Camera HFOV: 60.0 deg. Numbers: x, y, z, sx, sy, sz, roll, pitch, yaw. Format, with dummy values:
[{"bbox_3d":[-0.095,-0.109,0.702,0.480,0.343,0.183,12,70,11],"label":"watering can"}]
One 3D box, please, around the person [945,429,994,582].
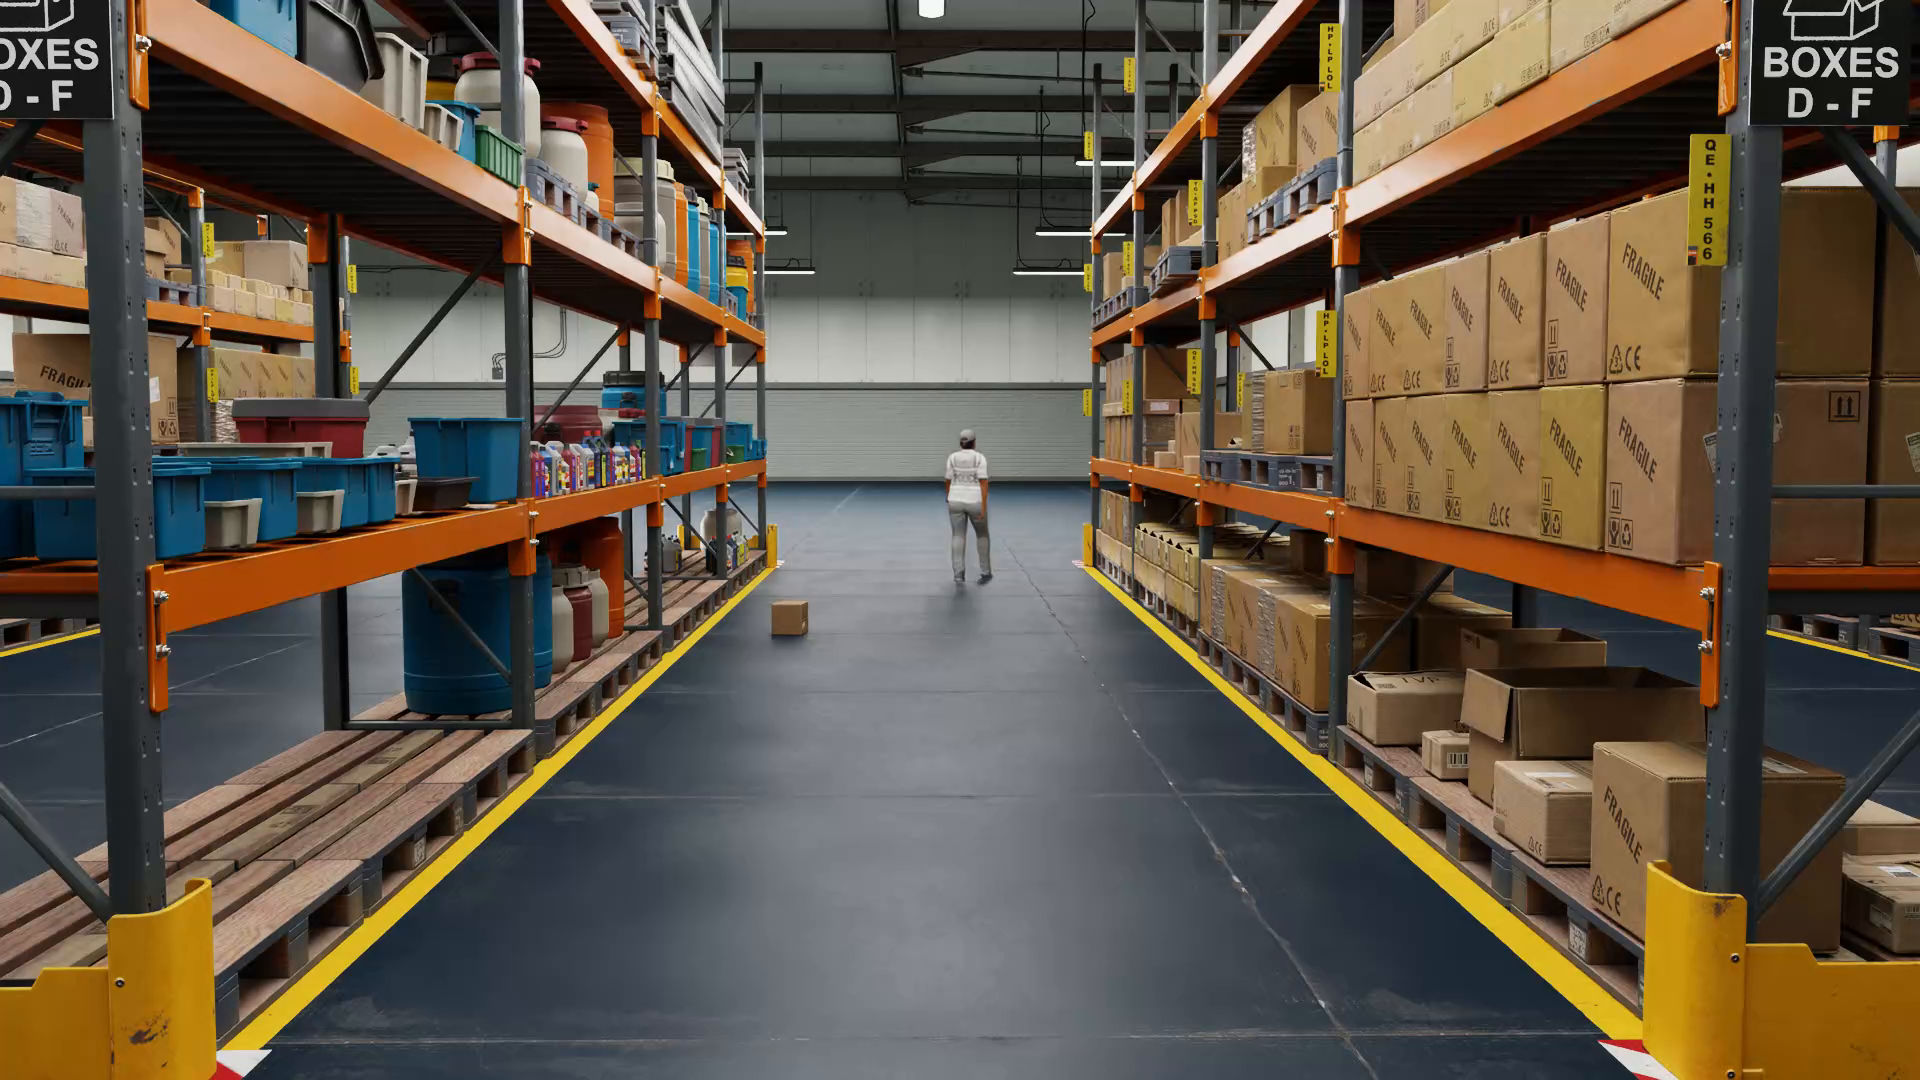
[{"bbox_3d":[0.094,-0.378,17.985,0.490,1.643,0.850,1,4,9],"label":"person"}]
